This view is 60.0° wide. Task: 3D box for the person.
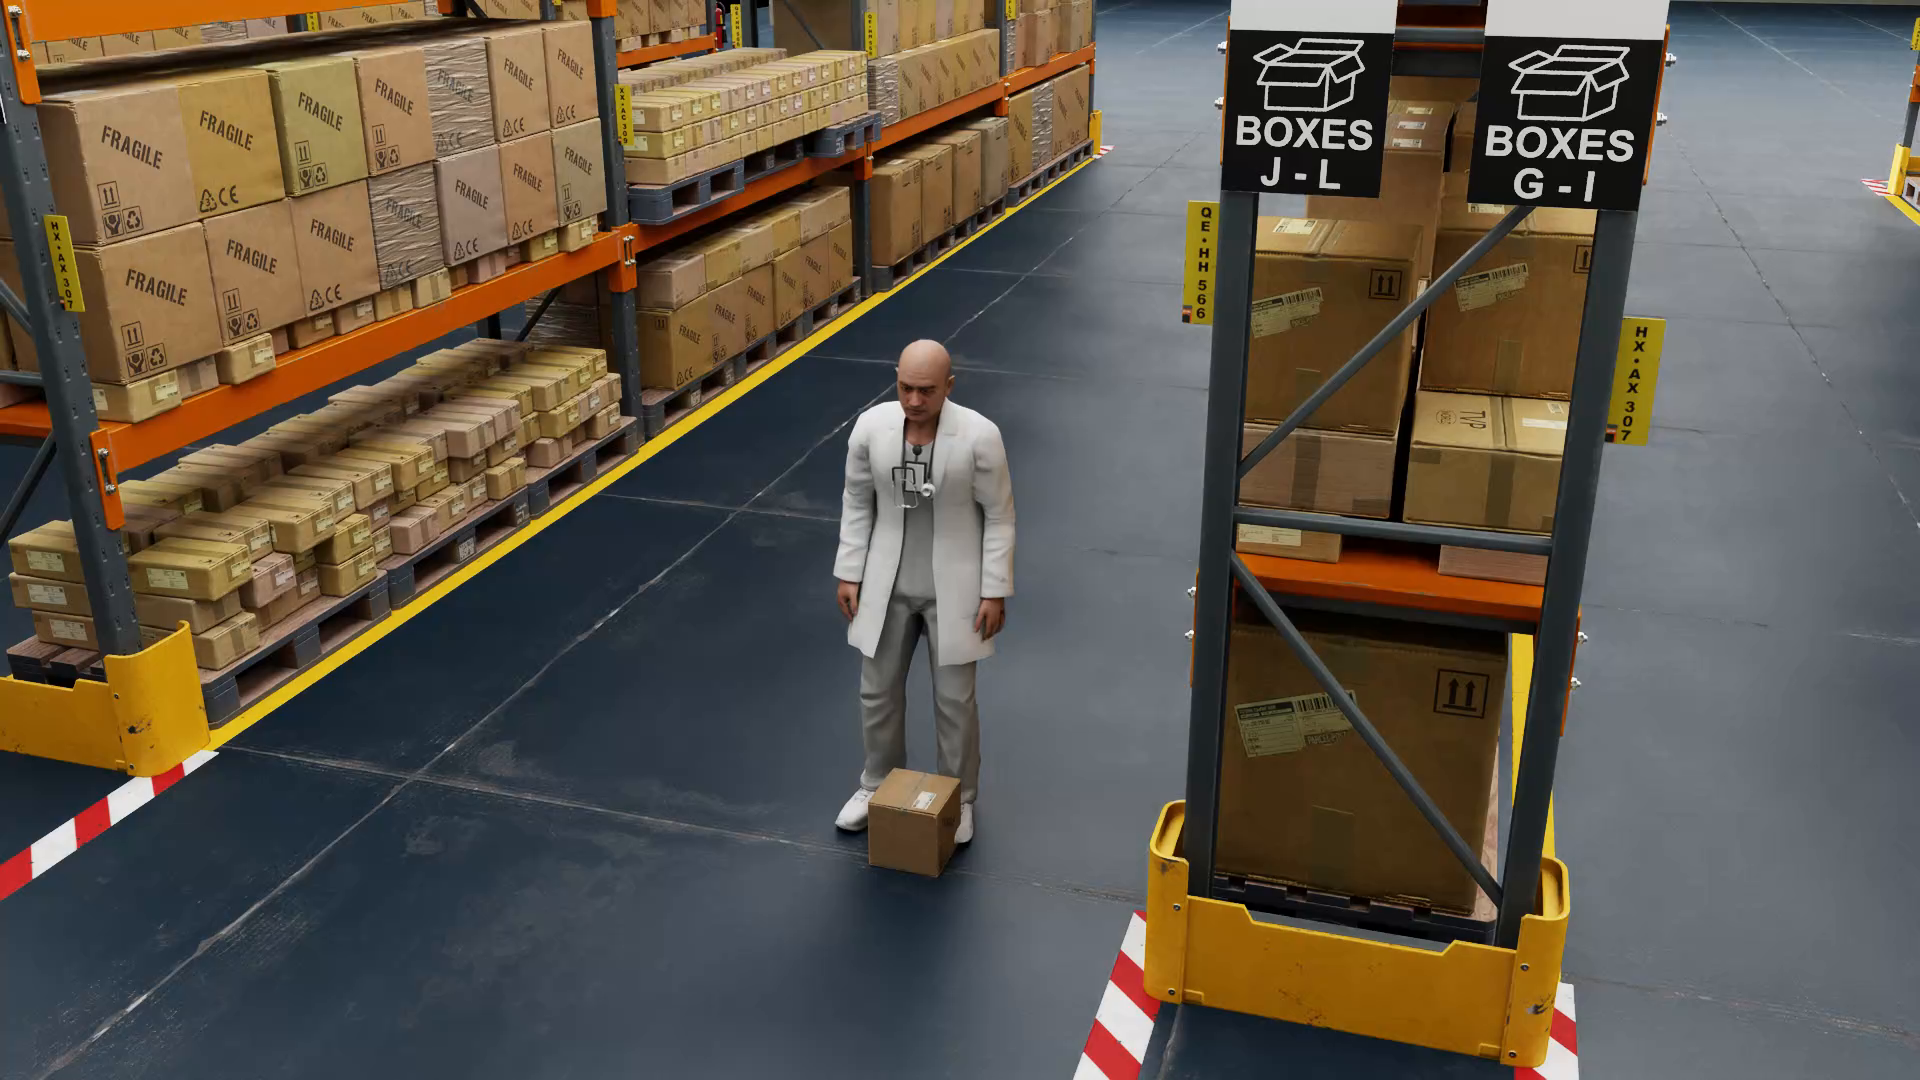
[{"bbox_3d":[-0.127,0.169,5.682,0.640,1.773,0.428,6,22,14],"label":"person"}]
